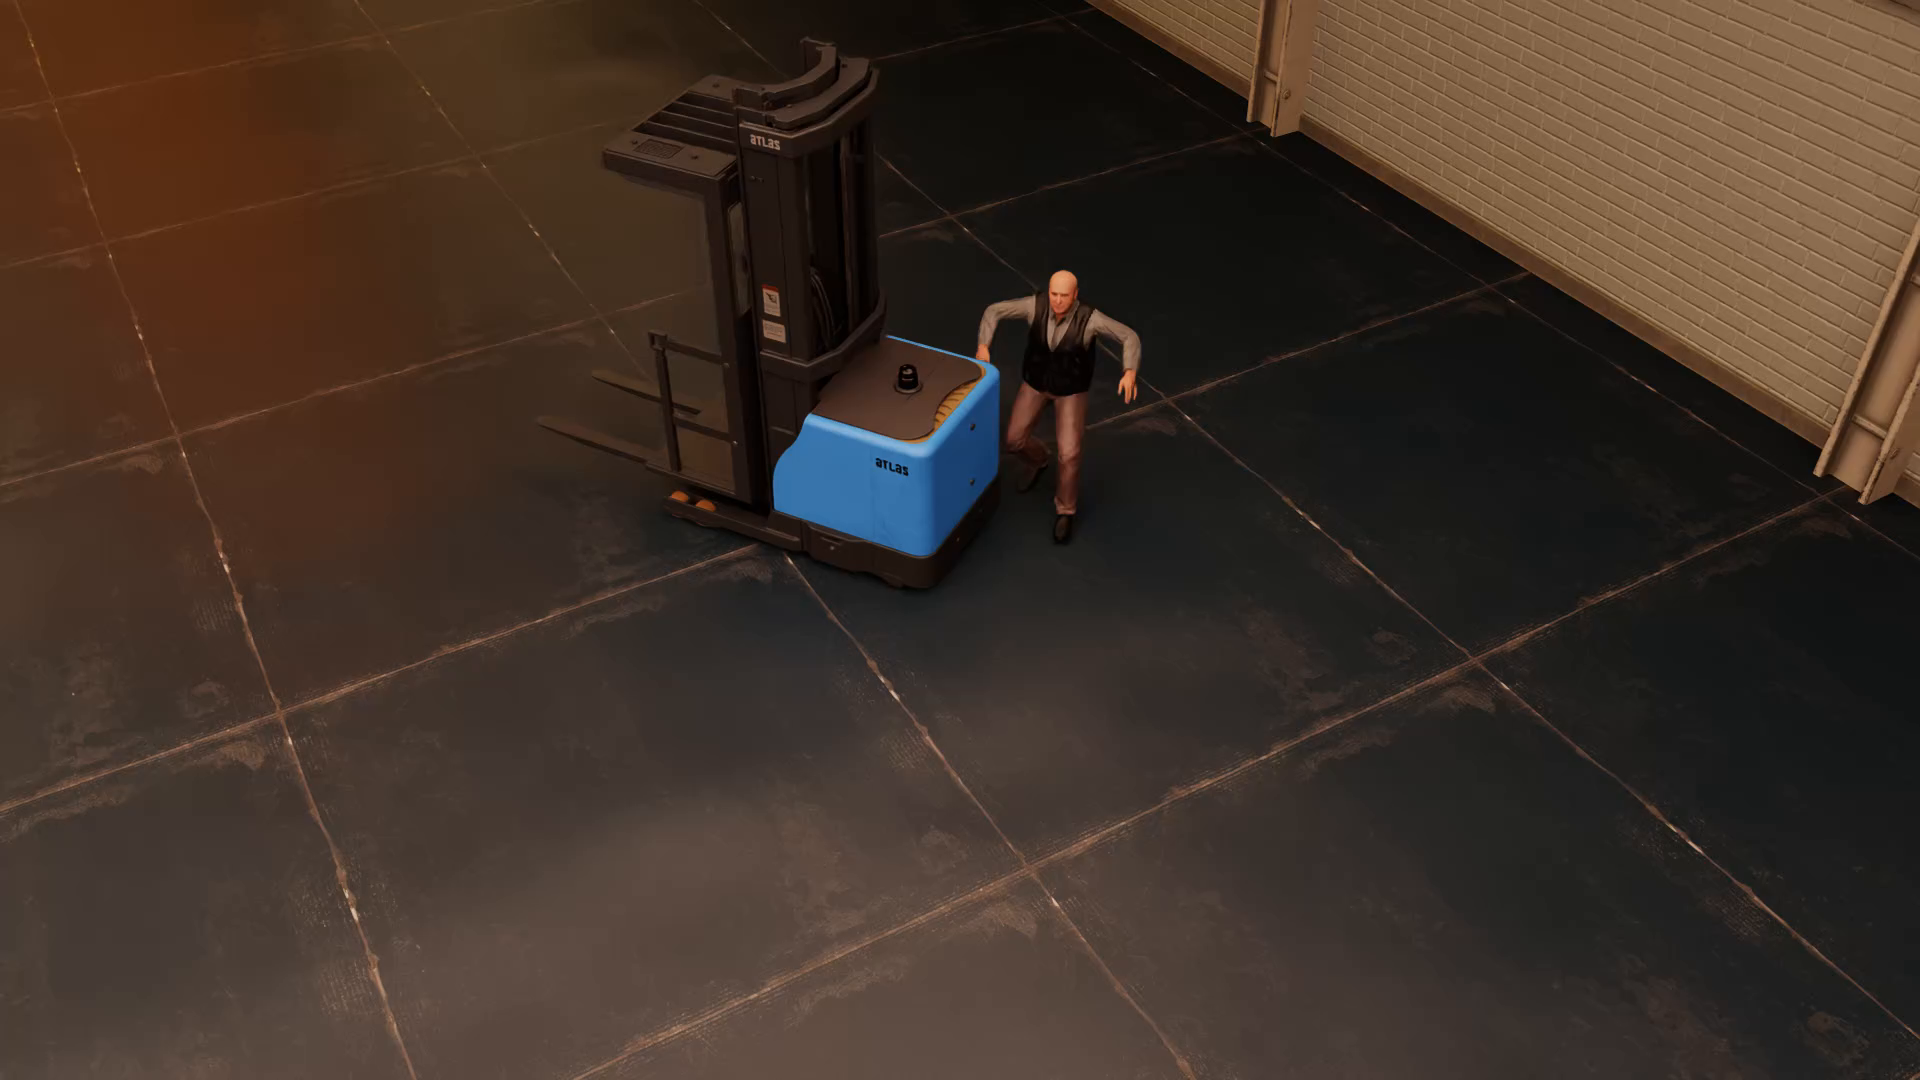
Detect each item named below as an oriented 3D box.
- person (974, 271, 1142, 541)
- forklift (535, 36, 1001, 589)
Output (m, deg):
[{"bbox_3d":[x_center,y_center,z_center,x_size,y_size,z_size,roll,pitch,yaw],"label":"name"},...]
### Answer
[{"bbox_3d":[0.567,-0.851,10.137,1.041,1.572,0.836,13,41,15],"label":"person"},{"bbox_3d":[-1.297,-1.494,9.837,3.031,2.935,1.130,18,43,20],"label":"forklift"}]
